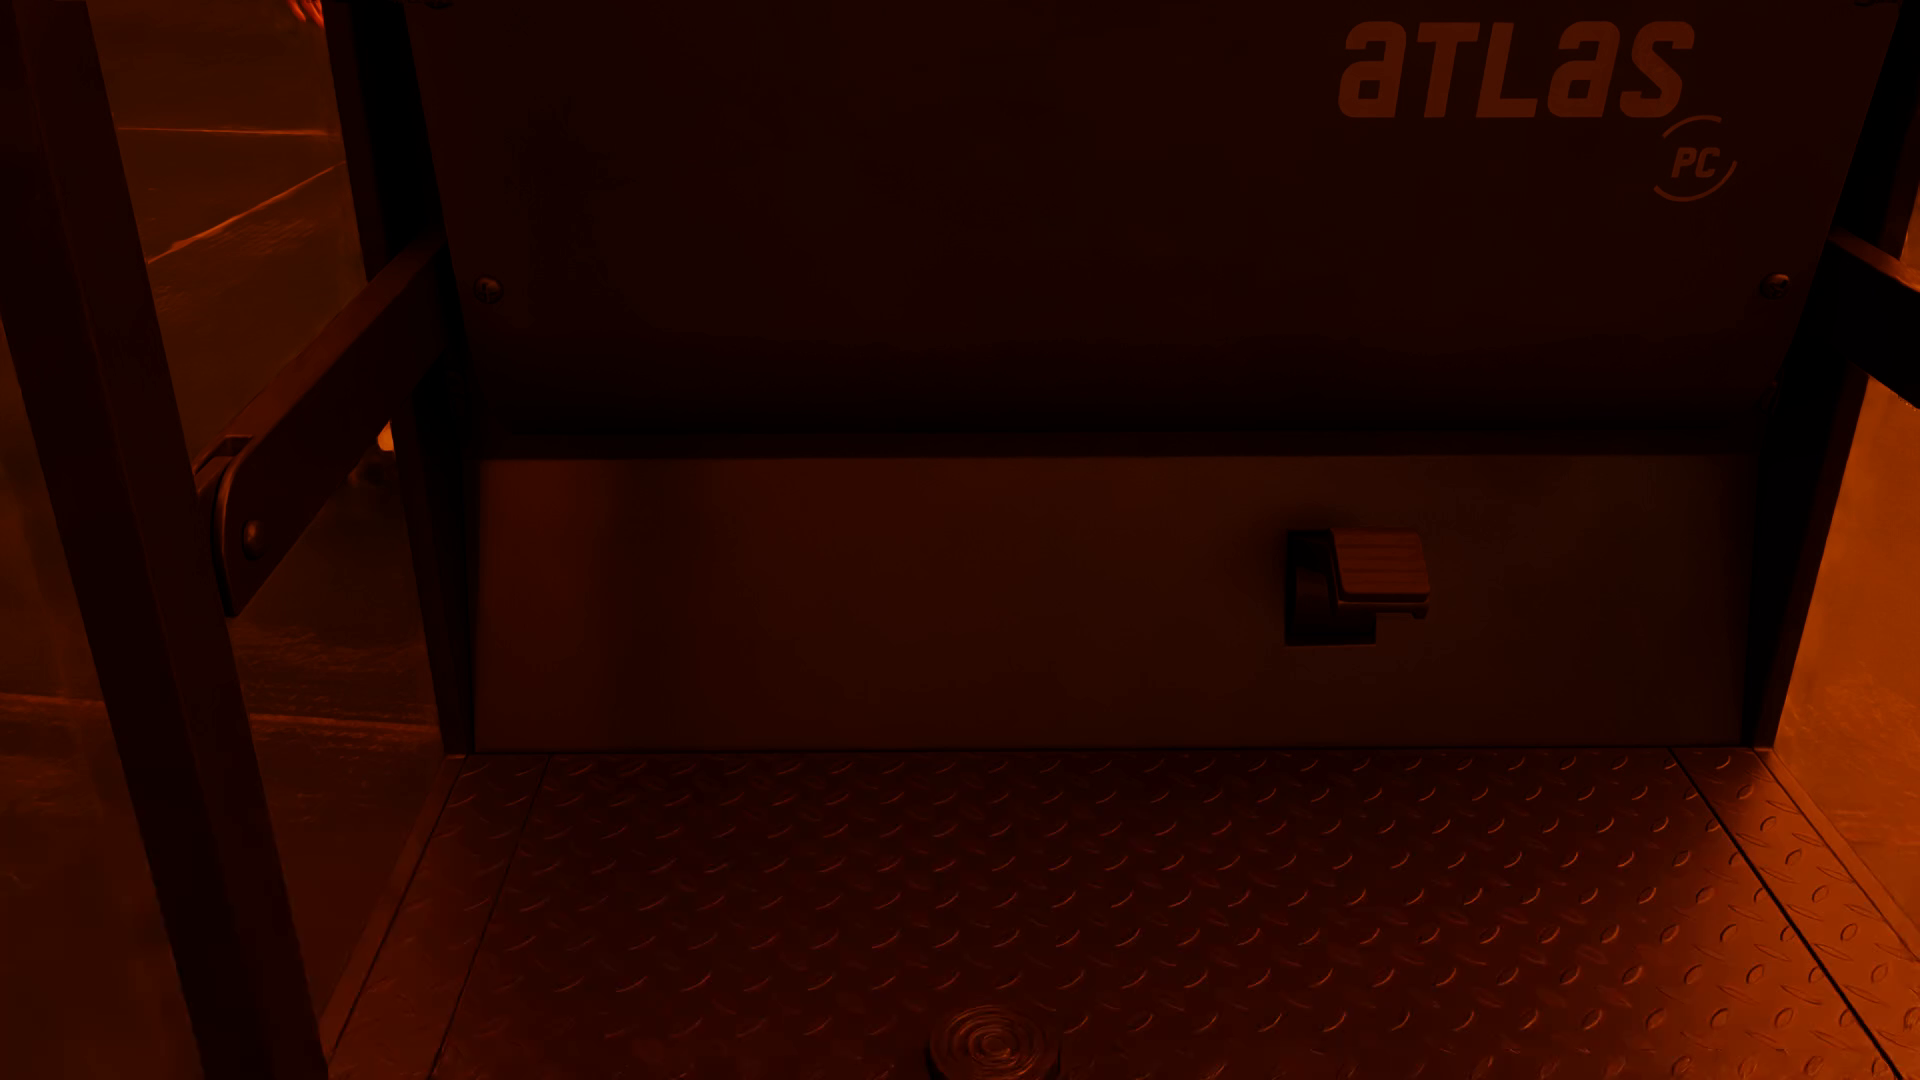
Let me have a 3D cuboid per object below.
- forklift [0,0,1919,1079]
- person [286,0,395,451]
[{"bbox_3d":[0.125,-0.728,0.676,1.130,2.935,3.031,0,27,-1],"label":"forklift"},{"bbox_3d":[-0.713,-0.813,2.412,0.730,1.639,0.441,8,28,16],"label":"person"}]
